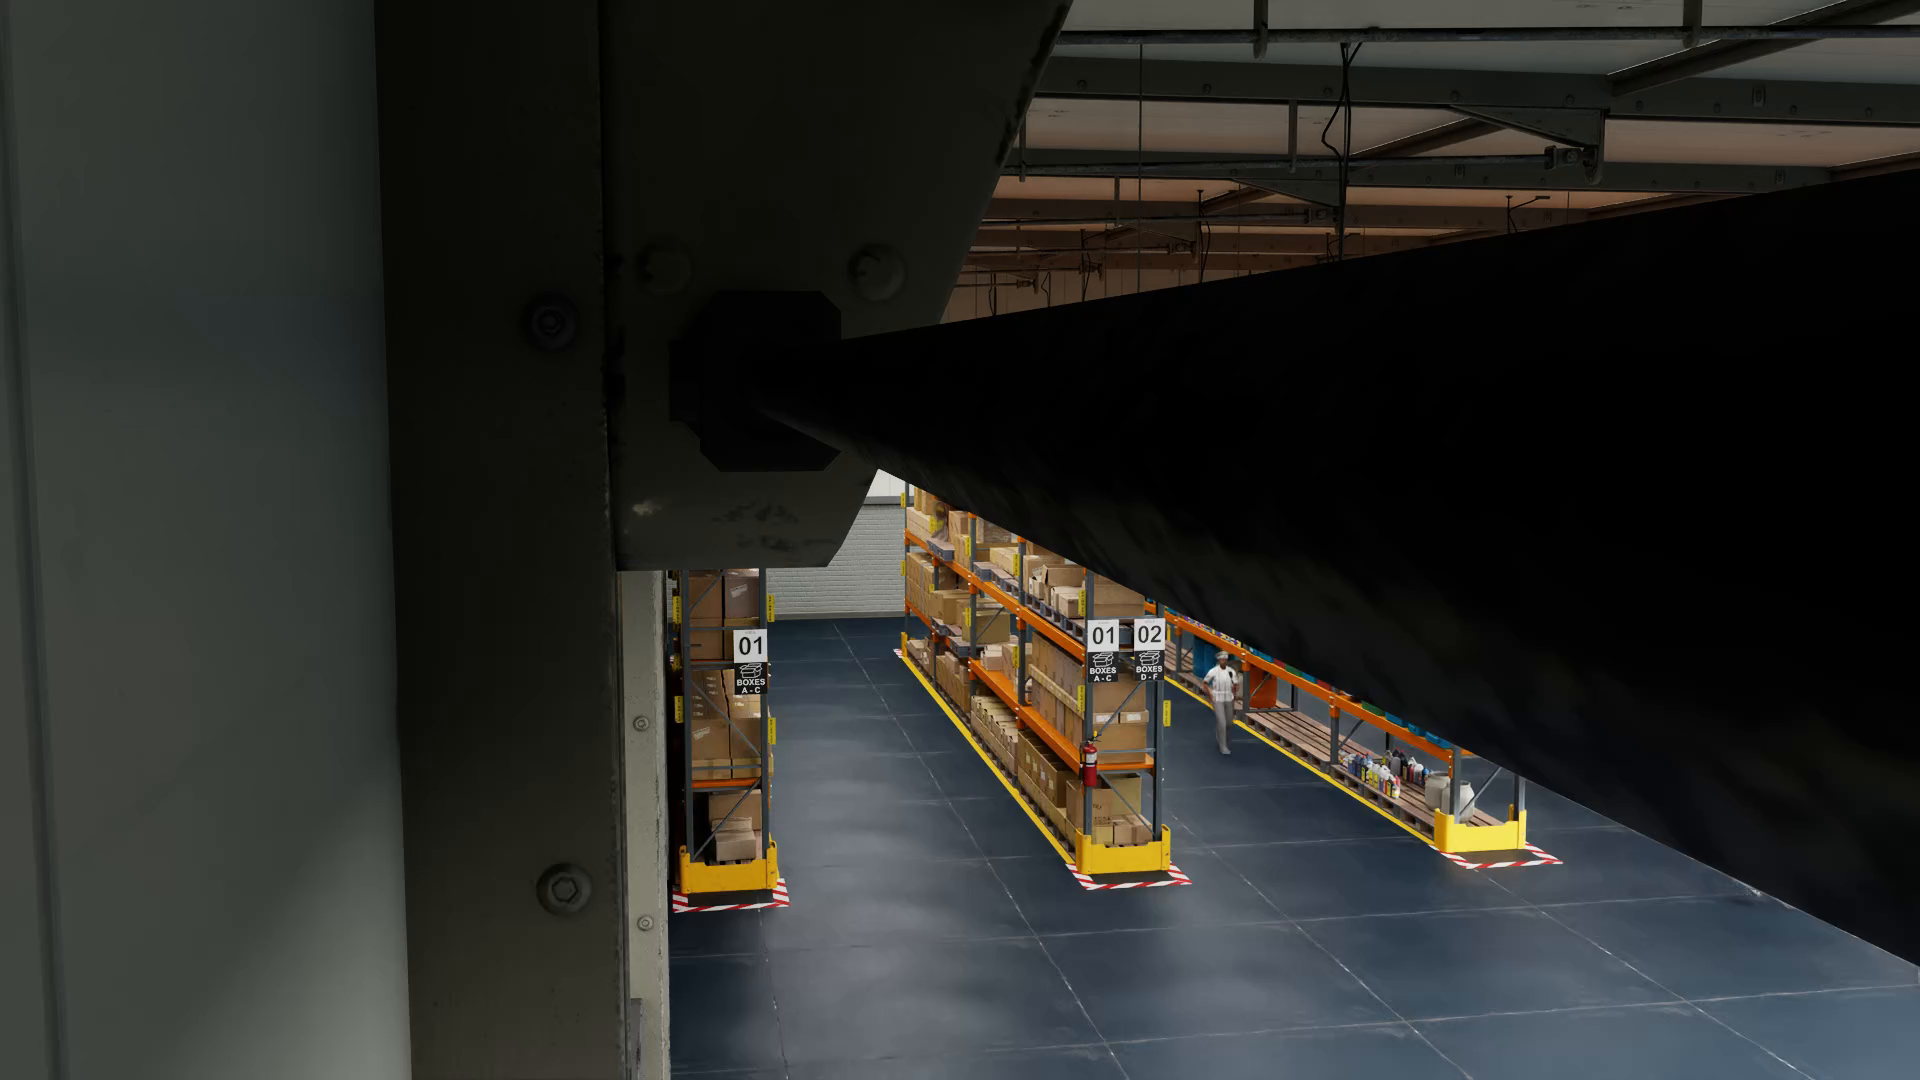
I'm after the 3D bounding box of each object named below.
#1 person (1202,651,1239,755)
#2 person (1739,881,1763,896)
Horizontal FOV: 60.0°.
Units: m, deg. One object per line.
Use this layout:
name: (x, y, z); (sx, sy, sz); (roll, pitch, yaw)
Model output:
person: (4.321, 2.650, 27.465); (0.588, 1.669, 0.834); (-1, 6, -11)
person: (9.705, 3.417, 19.597); (0.894, 1.798, 0.643); (2, 6, 21)
